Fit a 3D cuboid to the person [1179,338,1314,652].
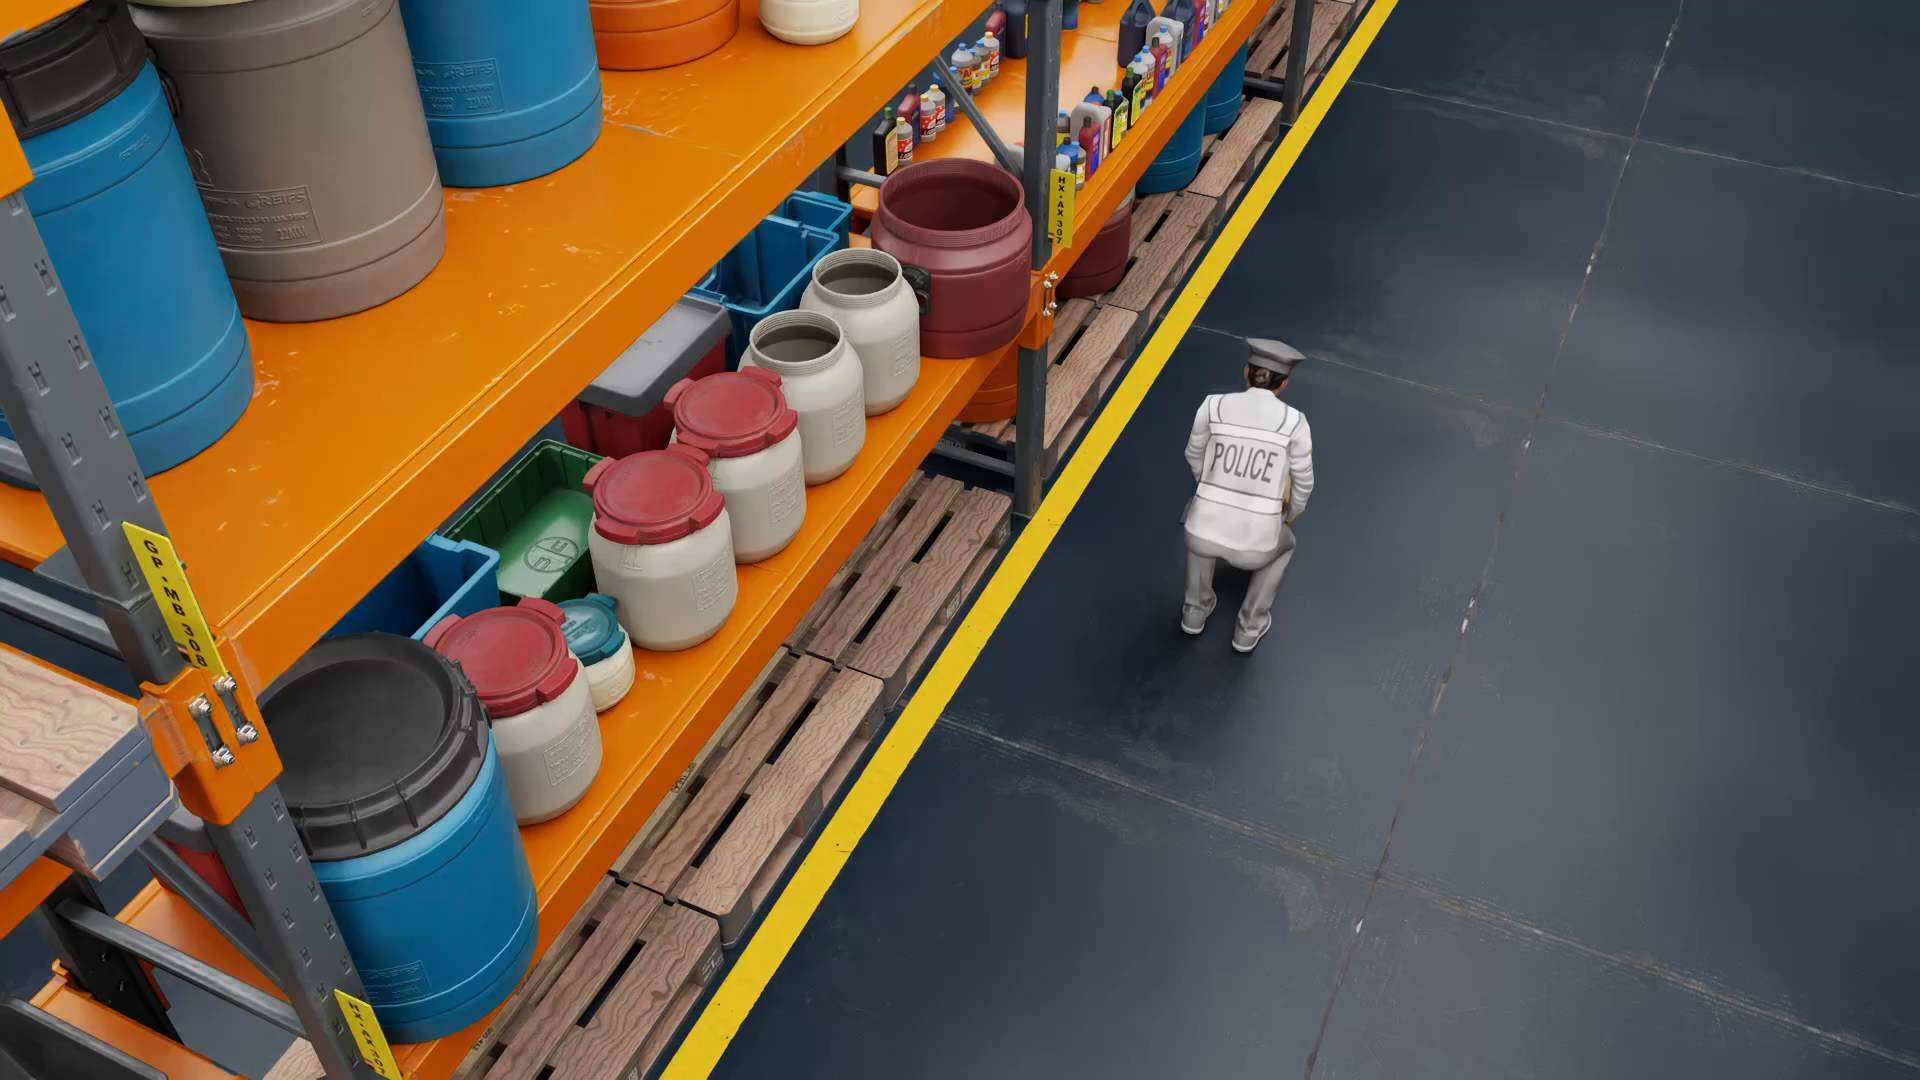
[{"bbox_3d":[1.117,-0.165,6.663,0.530,1.240,0.771,17,45,18],"label":"person"}]
